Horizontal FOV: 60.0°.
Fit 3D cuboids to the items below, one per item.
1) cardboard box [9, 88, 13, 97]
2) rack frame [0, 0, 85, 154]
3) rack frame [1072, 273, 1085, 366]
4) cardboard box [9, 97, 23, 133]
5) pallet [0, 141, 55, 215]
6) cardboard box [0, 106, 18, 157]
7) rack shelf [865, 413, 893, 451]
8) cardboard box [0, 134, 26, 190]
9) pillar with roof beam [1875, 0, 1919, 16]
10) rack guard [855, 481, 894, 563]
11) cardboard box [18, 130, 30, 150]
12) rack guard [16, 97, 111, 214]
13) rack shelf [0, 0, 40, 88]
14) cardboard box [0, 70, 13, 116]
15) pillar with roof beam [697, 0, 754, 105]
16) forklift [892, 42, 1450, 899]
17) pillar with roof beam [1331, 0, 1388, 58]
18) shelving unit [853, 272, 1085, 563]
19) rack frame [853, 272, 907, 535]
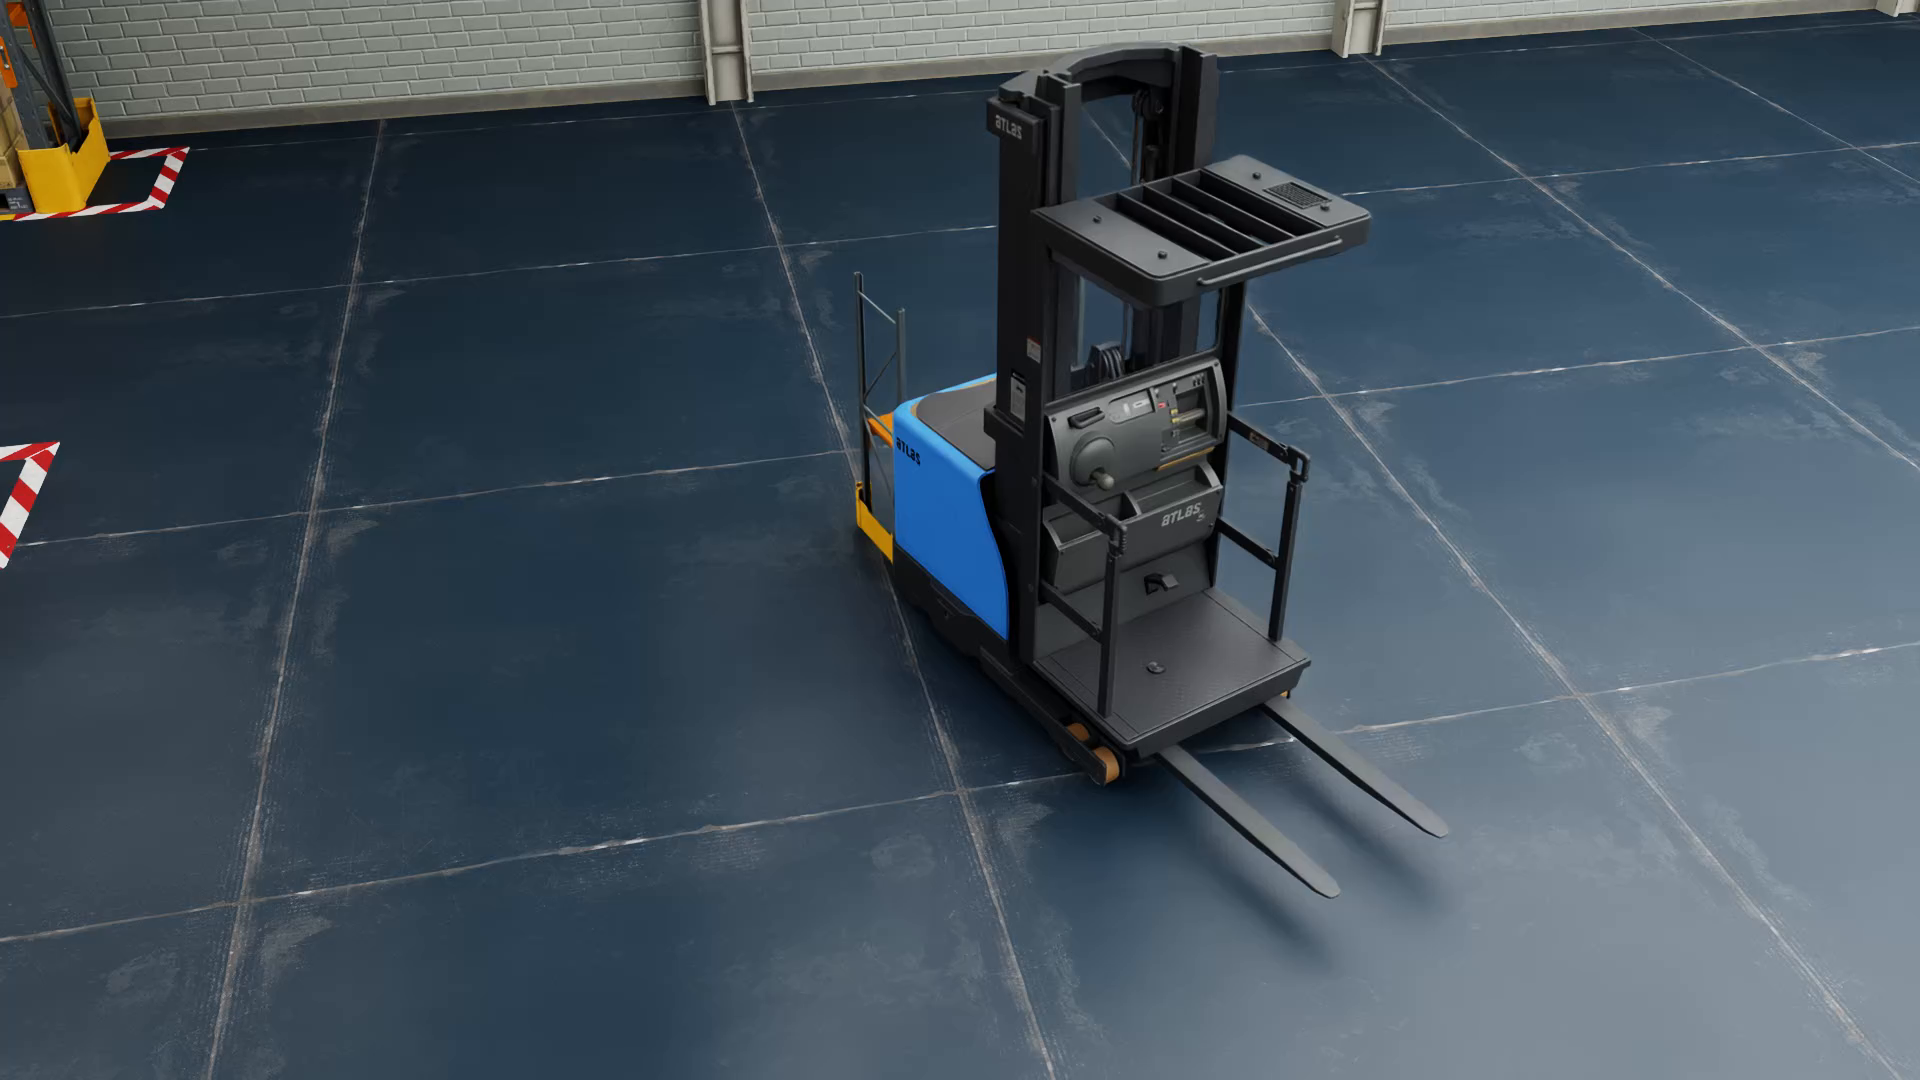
[{"bbox_3d":[-7.544,-3.549,12.764,0.500,0.250,0.500,-8,35,-11],"label":"cardboard box"},{"bbox_3d":[-7.034,-4.058,12.328,0.127,3.000,1.000,-7,35,-11],"label":"rack frame"},{"bbox_3d":[0.494,-0.860,8.909,0.032,1.500,0.500,-17,37,-24],"label":"rack frame"},{"bbox_3d":[-7.538,-3.353,12.920,0.500,0.250,0.500,-7,34,-10],"label":"cardboard box"},{"bbox_3d":[-7.771,-2.783,12.931,1.213,0.211,1.003,-7,35,-11],"label":"pallet"},{"bbox_3d":[-7.440,-3.068,12.496,0.500,0.250,0.500,-8,35,-11],"label":"cardboard box"},{"bbox_3d":[0.049,-0.574,8.806,1.000,0.185,0.538,-17,37,-24],"label":"rack shelf"},{"bbox_3d":[-7.423,-2.861,12.635,0.500,0.250,0.500,-7,34,-10],"label":"cardboard box"},{"bbox_3d":[10.594,-6.826,11.069,0.400,9.000,9.100,-7,35,-11],"label":"pillar with roof beam"},{"bbox_3d":[-0.395,-0.068,8.850,0.087,0.250,0.587,-17,37,-24],"label":"rack guard"},{"bbox_3d":[-7.556,-3.136,13.046,0.500,0.250,0.500,-7,35,-10],"label":"cardboard box"},{"bbox_3d":[-7.011,-3.023,13.029,0.348,0.500,1.175,-7,35,-11],"label":"rack guard"},{"bbox_3d":[-8.985,-3.513,12.162,4.000,0.370,1.077,-7,35,-11],"label":"rack shelf"},{"bbox_3d":[-7.414,-3.280,12.362,0.500,0.250,0.500,-6,34,-9],"label":"cardboard box"},{"bbox_3d":[-1.110,-5.351,8.871,0.400,9.000,9.100,-7,35,-11],"label":"pillar with roof beam"},{"bbox_3d":[0.890,-0.439,6.997,1.130,2.935,3.031,-20,39,-27],"label":"forklift"},{"bbox_3d":[4.742,-6.089,9.970,0.400,9.000,9.100,-7,35,-11],"label":"pillar with roof beam"},{"bbox_3d":[0.041,-0.721,8.702,1.083,1.500,0.587,-17,37,-24],"label":"shelving unit"},{"bbox_3d":[-0.396,-0.587,8.502,0.032,1.500,0.500,-17,37,-24],"label":"rack frame"}]
